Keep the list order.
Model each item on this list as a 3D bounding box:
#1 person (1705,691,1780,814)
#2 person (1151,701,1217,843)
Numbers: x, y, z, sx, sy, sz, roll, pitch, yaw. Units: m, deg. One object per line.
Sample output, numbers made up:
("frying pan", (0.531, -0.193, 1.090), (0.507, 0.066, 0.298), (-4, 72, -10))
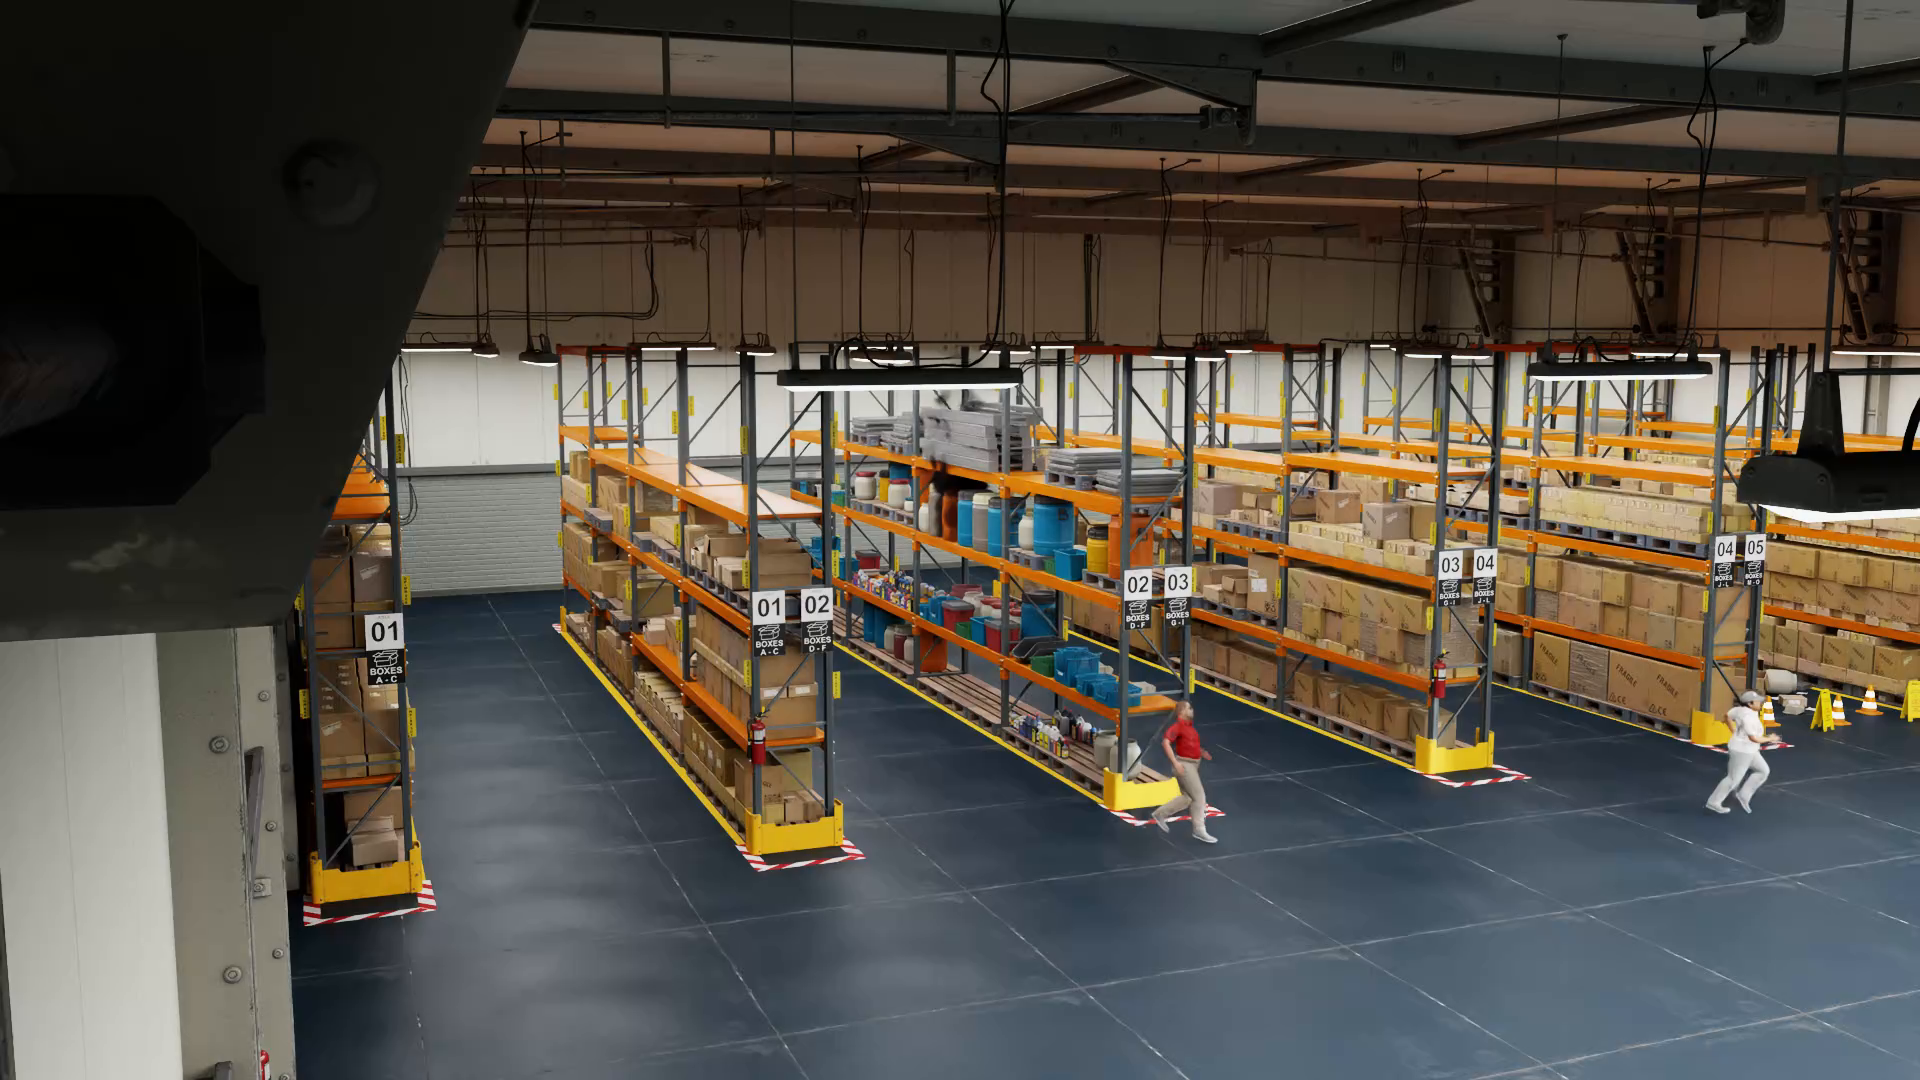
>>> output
("person", (10.214, 2.767, 21.658), (0.813, 1.655, 0.615), (3, 8, 22))
("person", (2.826, 2.869, 20.763), (0.844, 1.716, 0.701), (2, 8, 16))
